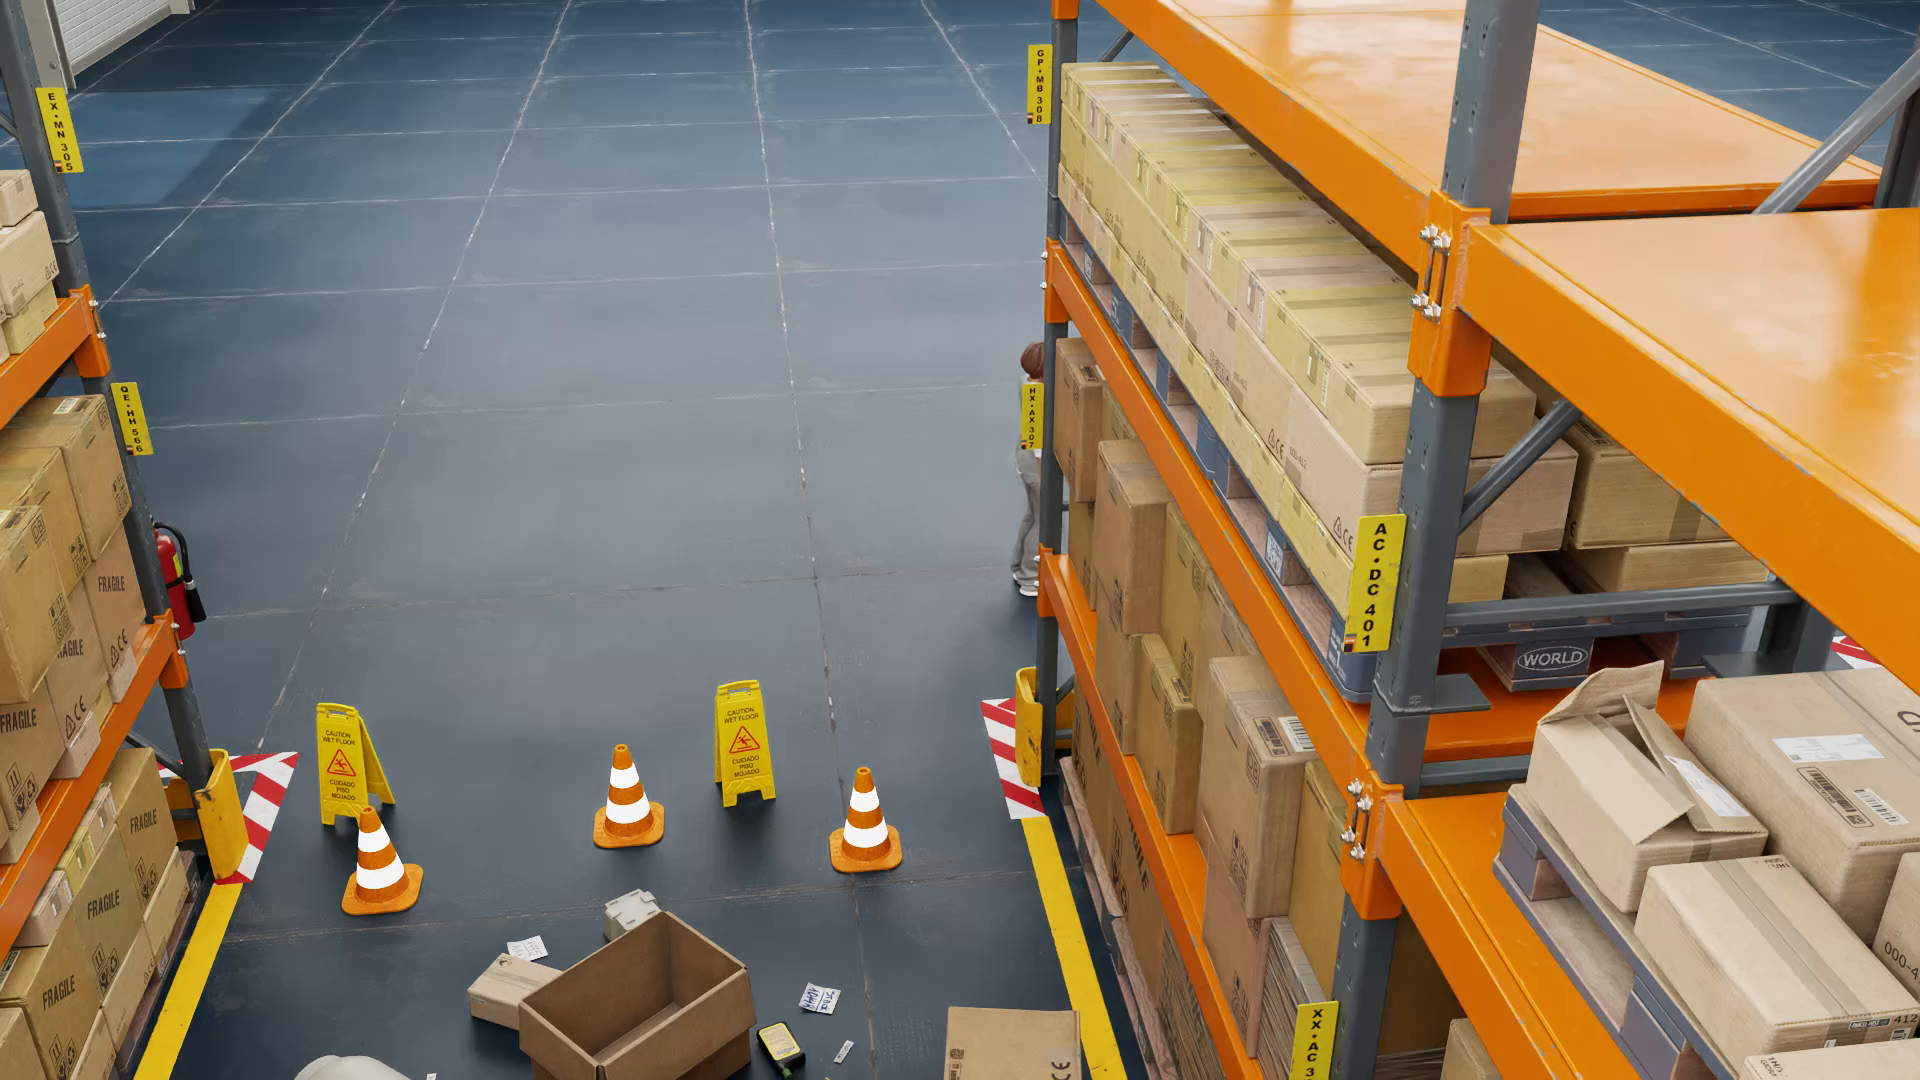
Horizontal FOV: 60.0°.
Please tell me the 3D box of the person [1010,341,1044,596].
[{"bbox_3d":[0.474,-0.437,9.933,0.301,1.594,0.406,-3,28,-6],"label":"person"}]
